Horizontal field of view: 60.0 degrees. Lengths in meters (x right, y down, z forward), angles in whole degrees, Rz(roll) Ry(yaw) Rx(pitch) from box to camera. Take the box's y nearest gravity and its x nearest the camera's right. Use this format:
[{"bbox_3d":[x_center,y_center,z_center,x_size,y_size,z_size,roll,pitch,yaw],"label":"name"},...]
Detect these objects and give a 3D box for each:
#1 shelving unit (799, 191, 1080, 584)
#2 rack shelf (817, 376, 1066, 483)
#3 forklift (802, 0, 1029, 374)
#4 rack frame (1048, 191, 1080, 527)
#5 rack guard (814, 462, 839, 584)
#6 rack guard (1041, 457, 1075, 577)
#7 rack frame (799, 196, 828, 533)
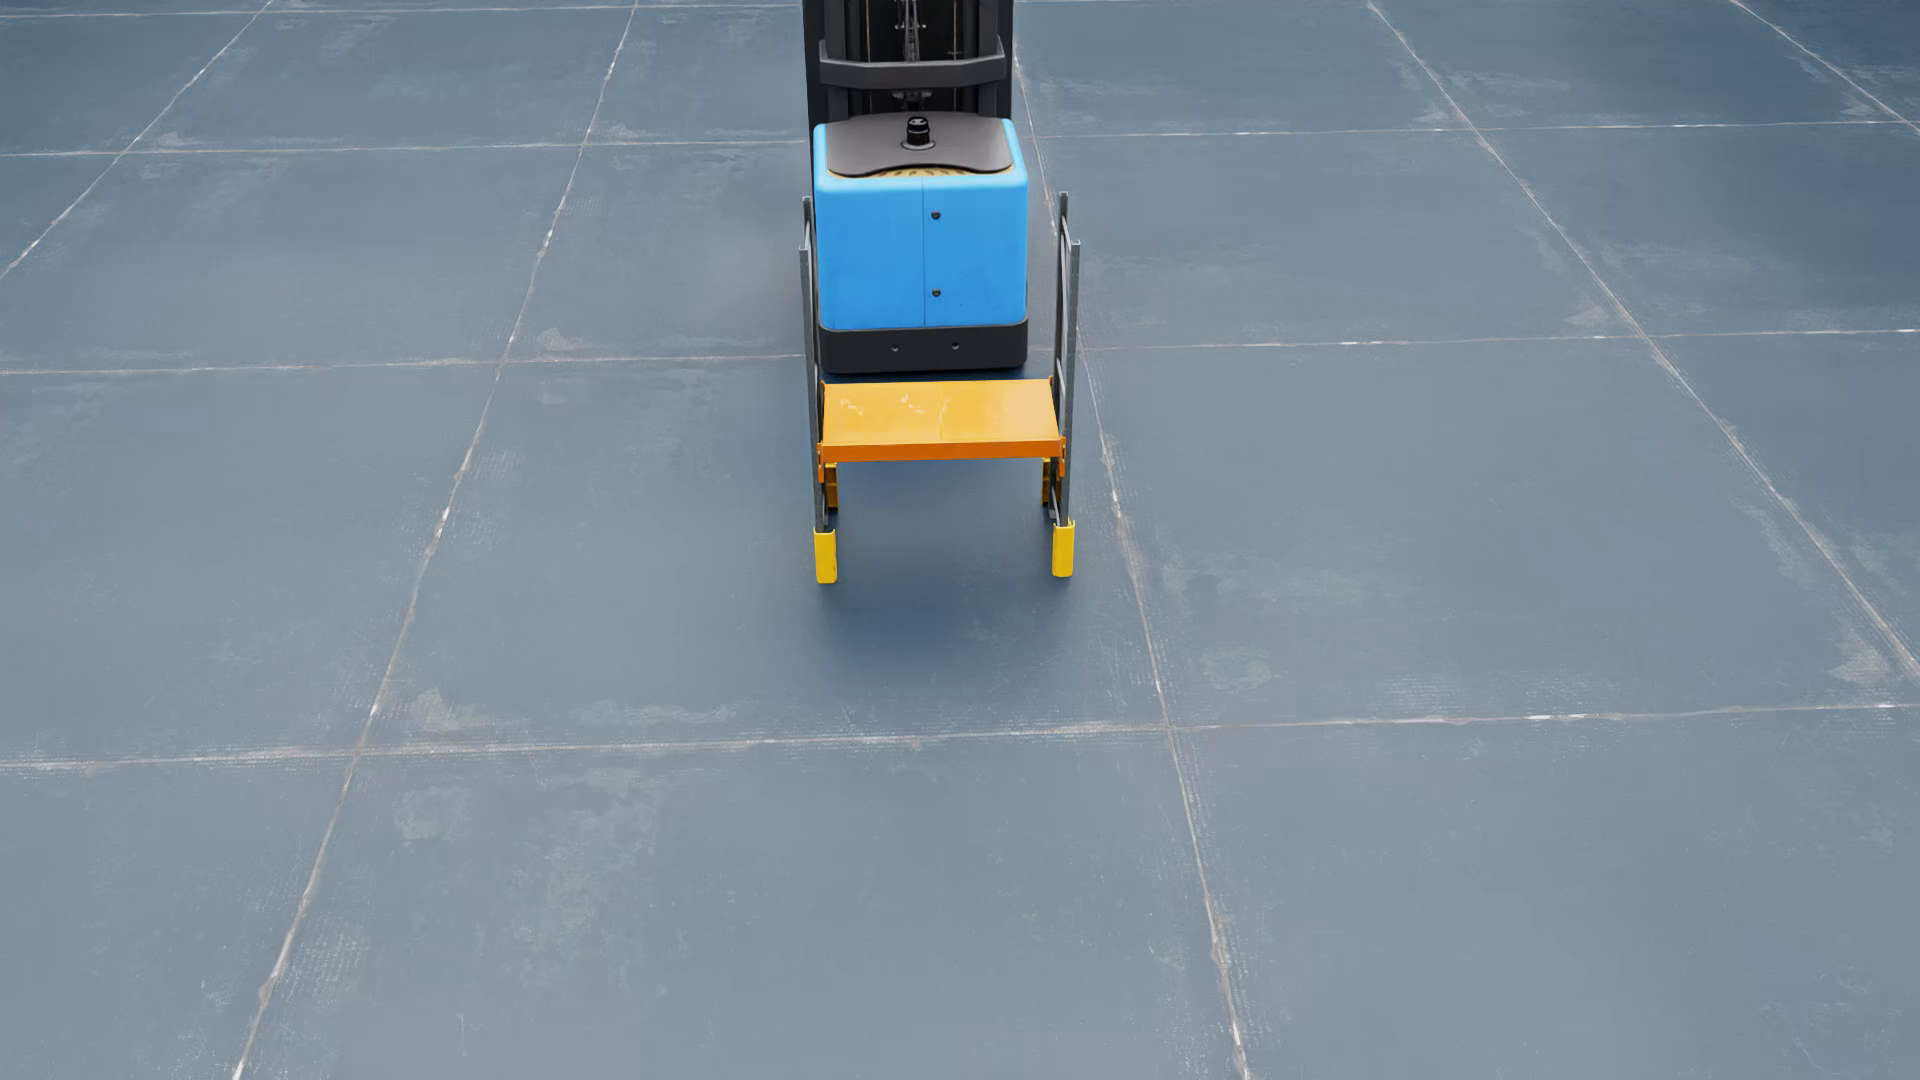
[{"bbox_3d":[-0.076,-0.615,6.820,1.083,1.500,0.587,-2,35,-2],"label":"shelving unit"},{"bbox_3d":[-0.085,-0.467,6.922,1.000,0.185,0.538,-2,35,-2],"label":"rack shelf"},{"bbox_3d":[-0.288,-2.855,8.800,1.130,2.935,3.031,-3,35,-4],"label":"forklift"},{"bbox_3d":[0.423,-0.628,6.840,0.032,1.500,0.500,-2,35,-2],"label":"rack frame"},{"bbox_3d":[-0.574,-0.087,7.157,0.087,0.250,0.587,-2,35,-2],"label":"rack guard"},{"bbox_3d":[0.421,-0.114,7.195,0.087,0.250,0.587,-2,35,-2],"label":"rack guard"},{"bbox_3d":[-0.593,-0.601,6.800,0.032,1.500,0.500,-2,35,-2],"label":"rack frame"}]
